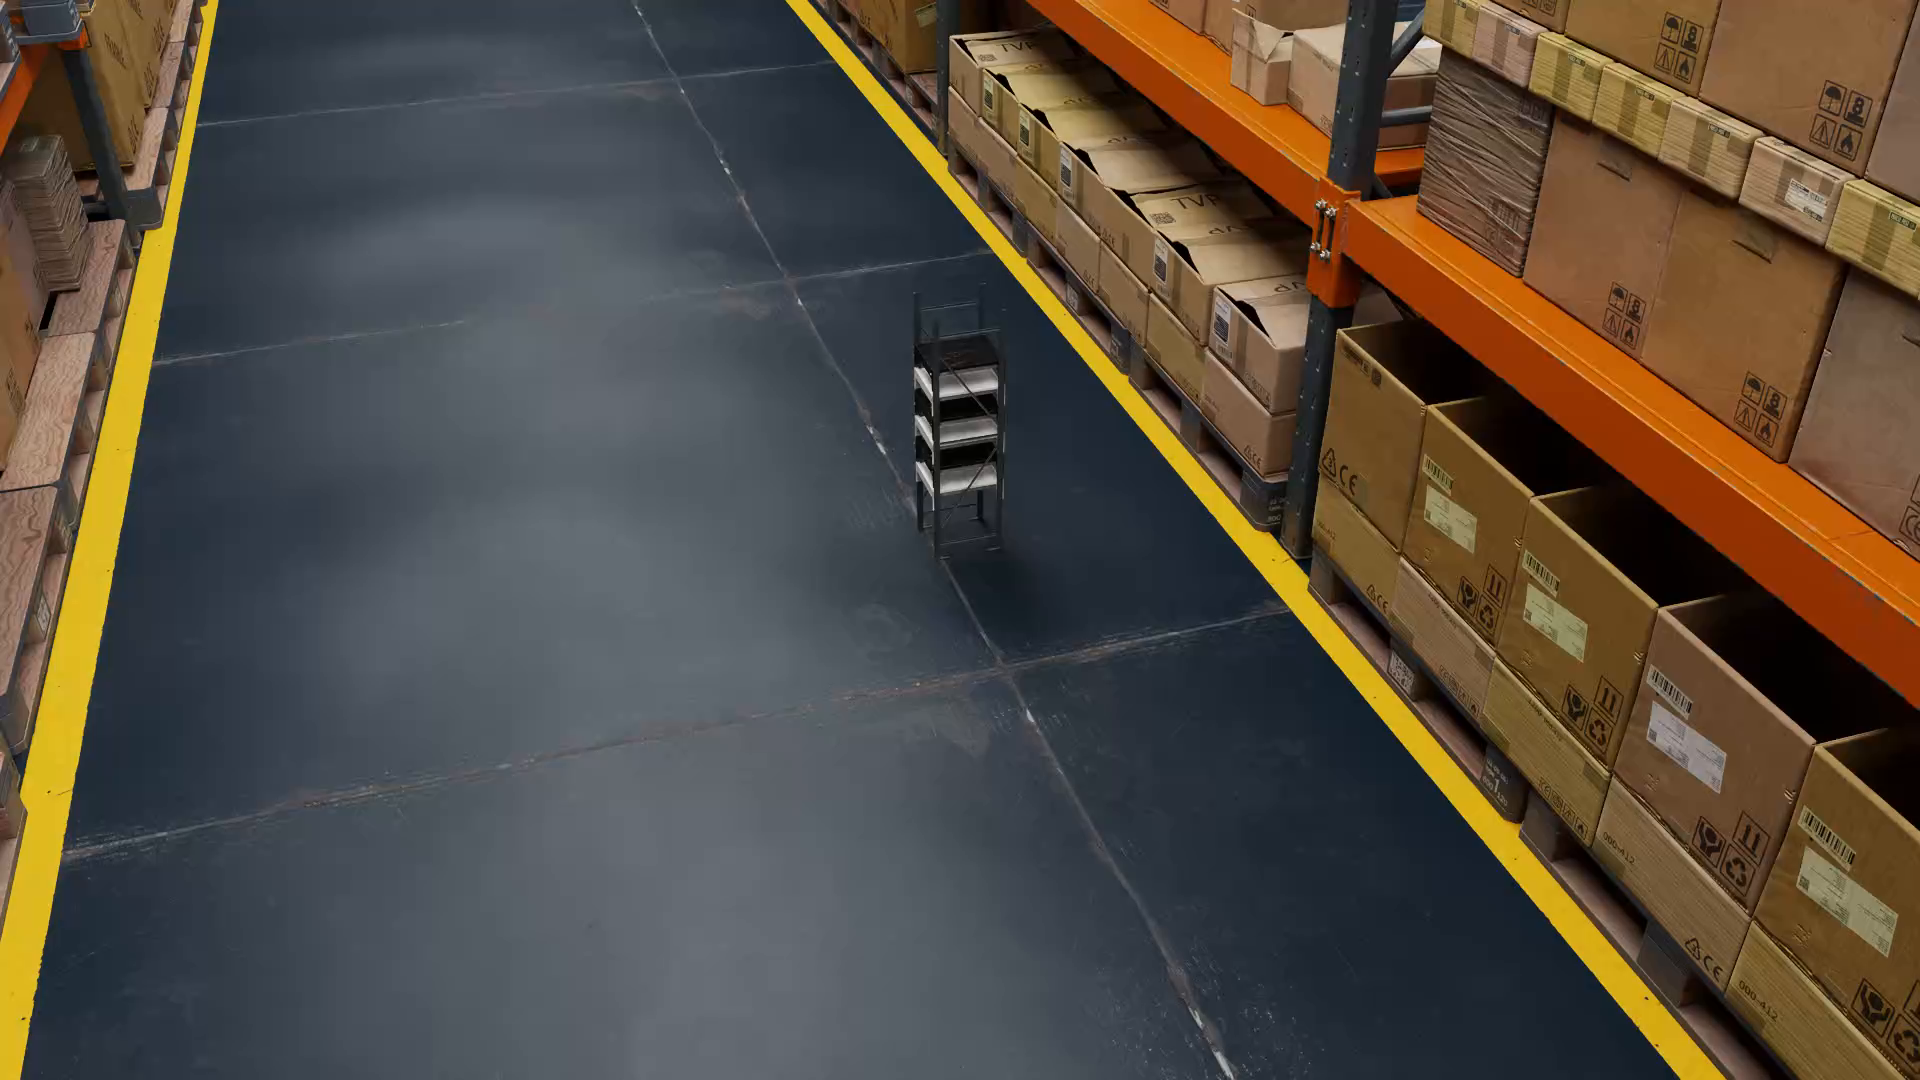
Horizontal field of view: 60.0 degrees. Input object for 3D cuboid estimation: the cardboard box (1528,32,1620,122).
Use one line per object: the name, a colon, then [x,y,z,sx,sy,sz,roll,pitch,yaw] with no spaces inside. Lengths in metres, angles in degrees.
cardboard box: [1.649,-1.163,4.110,0.380,0.149,0.250,-11,35,-16]

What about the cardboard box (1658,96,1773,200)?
cardboard box: [1.805,-0.894,3.703,0.380,0.149,0.250,-11,35,-16]

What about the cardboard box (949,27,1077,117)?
cardboard box: [0.254,-2.329,8.158,0.500,0.311,0.500,-9,34,-13]

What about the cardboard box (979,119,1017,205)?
cardboard box: [0.409,-1.831,7.914,0.500,0.250,0.500,-11,35,-16]

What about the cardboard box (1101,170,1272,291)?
cardboard box: [0.883,-1.252,6.529,0.500,0.311,0.500,-10,35,-15]

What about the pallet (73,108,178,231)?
pallet: [-4.511,-1.820,8.312,1.003,0.211,1.213,-10,35,-15]

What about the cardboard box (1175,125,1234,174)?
cardboard box: [1.235,-1.619,7.084,0.500,0.311,0.500,-9,35,-13]

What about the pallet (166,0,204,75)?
pallet: [-5.255,-3.101,10.251,1.003,0.211,1.213,-10,35,-15]

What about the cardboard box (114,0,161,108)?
cardboard box: [-4.703,-2.704,8.690,0.750,0.750,0.750,-10,35,-15]

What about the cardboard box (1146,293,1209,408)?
cardboard box: [1.039,-0.754,6.284,0.500,0.250,0.500,-11,35,-15]

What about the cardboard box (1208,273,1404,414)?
cardboard box: [1.198,-0.718,5.720,0.500,0.311,0.500,-10,35,-15]

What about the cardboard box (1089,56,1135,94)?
cardboard box: [0.933,-2.148,7.884,0.500,0.311,0.500,-11,35,-15]

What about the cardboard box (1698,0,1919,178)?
cardboard box: [2.043,-1.114,3.448,0.700,0.500,0.500,-10,35,-15]

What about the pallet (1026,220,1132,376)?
pallet: [0.957,-1.150,7.299,1.003,0.211,1.213,-10,35,-15]

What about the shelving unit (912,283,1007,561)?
shelving unit: [-0.002,-0.380,5.508,0.258,0.900,0.210,-10,35,-15]

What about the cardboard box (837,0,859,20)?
cardboard box: [-0.458,-3.530,10.239,0.500,0.500,0.500,-11,35,-17]

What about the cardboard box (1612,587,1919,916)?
cardboard box: [1.897,0.451,3.779,0.500,0.500,0.500,-10,35,-15]

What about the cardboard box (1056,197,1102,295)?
cardboard box: [0.729,-1.290,7.095,0.500,0.250,0.500,-9,35,-14]

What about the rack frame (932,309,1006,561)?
rack frame: [0.029,-0.326,5.428,0.240,0.900,0.006,-10,35,-15]

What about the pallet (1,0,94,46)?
pallet: [-4.023,-2.120,6.412,1.213,0.211,1.003,-10,35,-15]

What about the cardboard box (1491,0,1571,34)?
cardboard box: [1.736,-1.642,4.247,0.700,0.500,0.500,-10,35,-15]

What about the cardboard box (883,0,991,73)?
cardboard box: [-0.135,-2.984,9.413,0.500,0.500,0.500,-9,34,-13]

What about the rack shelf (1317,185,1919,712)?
rack shelf: [2.204,0.059,3.593,1.077,0.370,4.000,-10,35,-15]

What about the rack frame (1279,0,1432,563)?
rack frame: [1.594,-1.291,4.983,1.000,3.000,0.127,-10,35,-15]

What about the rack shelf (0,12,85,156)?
rack shelf: [-3.732,-1.206,5.507,1.077,0.370,4.000,-10,35,-15]

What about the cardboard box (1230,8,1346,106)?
cardboard box: [1.151,-1.666,5.672,0.396,0.266,0.258,-11,35,-16]

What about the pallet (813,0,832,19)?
pallet: [-0.562,-3.907,11.472,1.003,0.211,1.213,-10,35,-15]

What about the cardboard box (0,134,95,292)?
cardboard box: [-4.073,-1.328,6.907,0.700,0.500,0.500,-10,35,-14]

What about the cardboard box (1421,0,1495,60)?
cardboard box: [1.492,-1.430,4.514,0.380,0.149,0.250,-10,35,-15]

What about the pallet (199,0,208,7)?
pallet: [-5.720,-3.905,11.469,1.003,0.211,1.213,-10,35,-15]

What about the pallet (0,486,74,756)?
pallet: [-3.361,0.299,5.107,1.003,0.211,1.213,-10,35,-15]

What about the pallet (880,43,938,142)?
pallet: [0.183,-2.626,9.533,1.003,0.211,1.213,-10,35,-15]

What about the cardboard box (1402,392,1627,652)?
cardboard box: [1.598,-0.075,4.575,0.500,0.500,0.500,-10,35,-15]

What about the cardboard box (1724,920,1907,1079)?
cardboard box: [2.051,1.026,3.589,0.500,0.250,0.500,-10,35,-15]

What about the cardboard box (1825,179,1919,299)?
cardboard box: [1.968,-0.617,3.284,0.380,0.149,0.250,-10,35,-15]

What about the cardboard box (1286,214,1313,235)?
cardboard box: [1.558,-1.076,6.262,0.500,0.311,0.500,-10,35,-15]

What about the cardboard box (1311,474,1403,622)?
cardboard box: [1.447,-0.025,5.180,0.500,0.250,0.500,-10,35,-15]

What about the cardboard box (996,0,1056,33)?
cardboard box: [0.508,-2.819,9.164,0.500,0.500,0.500,-9,34,-13]

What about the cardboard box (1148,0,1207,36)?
cardboard box: [1.062,-2.278,6.387,0.500,0.500,0.500,-10,35,-15]

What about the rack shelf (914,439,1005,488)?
rack shelf: [-0.002,-0.277,5.576,0.258,0.077,0.200,-10,35,-15]

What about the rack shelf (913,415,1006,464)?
rack shelf: [-0.002,-0.352,5.527,0.258,0.077,0.200,-10,35,-15]

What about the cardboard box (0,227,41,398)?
cardboard box: [-3.848,-0.782,6.080,0.700,0.500,0.500,-10,35,-15]

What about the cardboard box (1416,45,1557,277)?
cardboard box: [1.736,-1.101,4.605,0.700,0.500,0.500,-11,35,-16]

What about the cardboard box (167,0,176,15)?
cardboard box: [-5.240,-3.615,10.070,0.750,0.750,0.750,-10,35,-14]

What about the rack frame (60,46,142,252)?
rack frame: [-4.342,-2.556,6.898,1.000,3.000,0.127,-10,35,-15]

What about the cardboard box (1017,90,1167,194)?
cardboard box: [0.576,-1.786,7.337,0.500,0.311,0.500,-11,35,-16]

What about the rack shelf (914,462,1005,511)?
rack shelf: [-0.002,-0.202,5.626,0.258,0.077,0.200,-10,35,-15]

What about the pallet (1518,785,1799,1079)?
pallet: [2.173,0.938,4.138,1.003,0.211,1.213,-10,35,-15]

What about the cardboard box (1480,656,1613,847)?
cardboard box: [1.742,0.502,4.383,0.500,0.250,0.500,-10,35,-15]

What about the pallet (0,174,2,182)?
pallet: [-3.217,-0.802,4.417,1.003,0.211,1.213,-10,35,-15]

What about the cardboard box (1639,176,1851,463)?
cardboard box: [2.052,-0.561,3.788,0.700,0.500,0.500,-10,35,-14]
